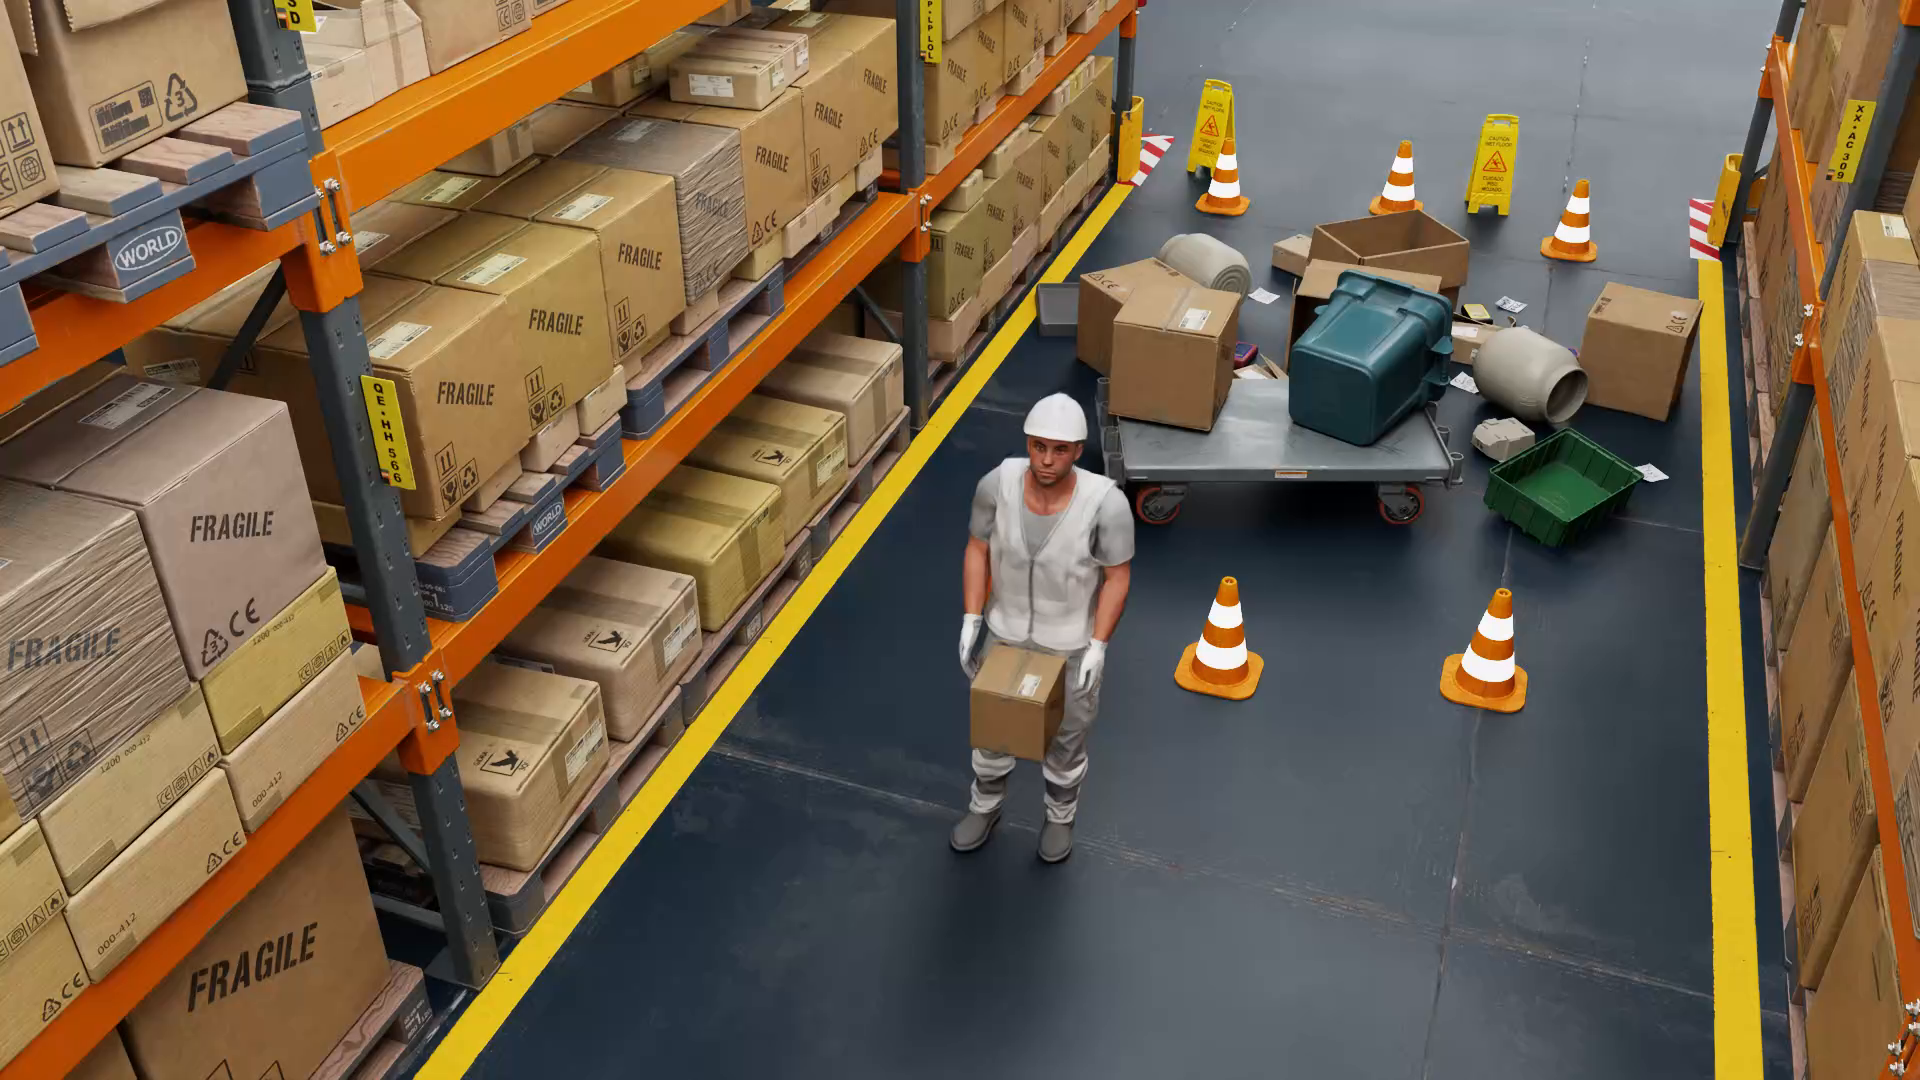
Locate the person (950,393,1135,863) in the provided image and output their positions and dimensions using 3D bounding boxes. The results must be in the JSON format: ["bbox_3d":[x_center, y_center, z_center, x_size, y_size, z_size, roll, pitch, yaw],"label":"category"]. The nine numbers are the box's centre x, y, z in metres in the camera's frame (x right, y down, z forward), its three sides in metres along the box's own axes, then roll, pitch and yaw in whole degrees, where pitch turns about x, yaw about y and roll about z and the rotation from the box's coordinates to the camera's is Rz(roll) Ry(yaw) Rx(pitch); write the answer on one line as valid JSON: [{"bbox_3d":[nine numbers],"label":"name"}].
[{"bbox_3d":[0.267,0.340,5.588,0.576,1.794,0.426,11,35,16],"label":"person"}]
